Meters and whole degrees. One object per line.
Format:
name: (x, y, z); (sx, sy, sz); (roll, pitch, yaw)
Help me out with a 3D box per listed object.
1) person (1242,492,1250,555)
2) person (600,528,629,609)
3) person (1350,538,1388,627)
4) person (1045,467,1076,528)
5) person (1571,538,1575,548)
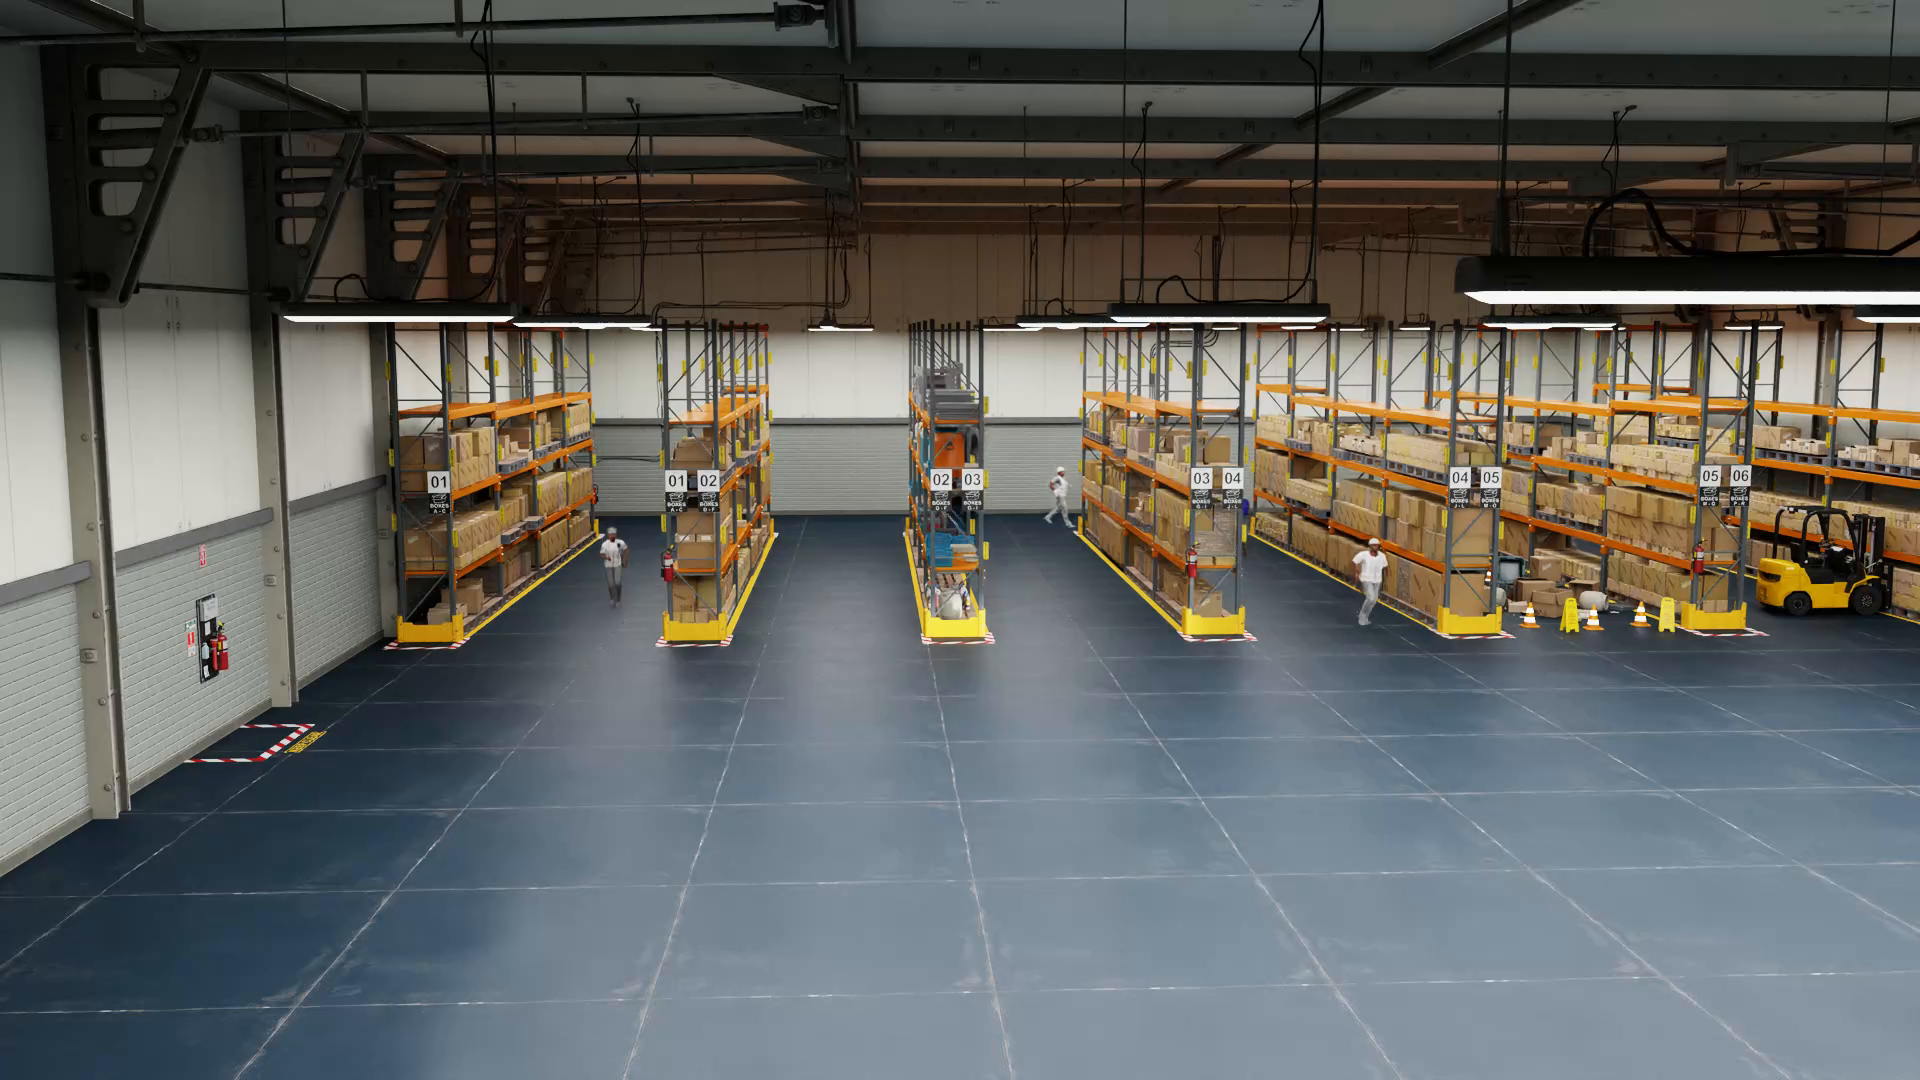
person: (7.338, -0.478, 43.370); (0.578, 1.660, 0.870); (-1, 7, -10)
person: (-7.266, 0.597, 34.889); (0.559, 1.750, 0.718); (-1, 7, -7)
person: (8.103, 0.830, 32.693); (0.697, 1.754, 0.667); (-2, 7, -17)
person: (2.978, -1.279, 49.400); (0.988, 1.798, 0.679); (2, 7, 17)
person: (15.913, -0.425, 43.234); (0.588, 1.649, 0.688); (-1, 7, -6)
